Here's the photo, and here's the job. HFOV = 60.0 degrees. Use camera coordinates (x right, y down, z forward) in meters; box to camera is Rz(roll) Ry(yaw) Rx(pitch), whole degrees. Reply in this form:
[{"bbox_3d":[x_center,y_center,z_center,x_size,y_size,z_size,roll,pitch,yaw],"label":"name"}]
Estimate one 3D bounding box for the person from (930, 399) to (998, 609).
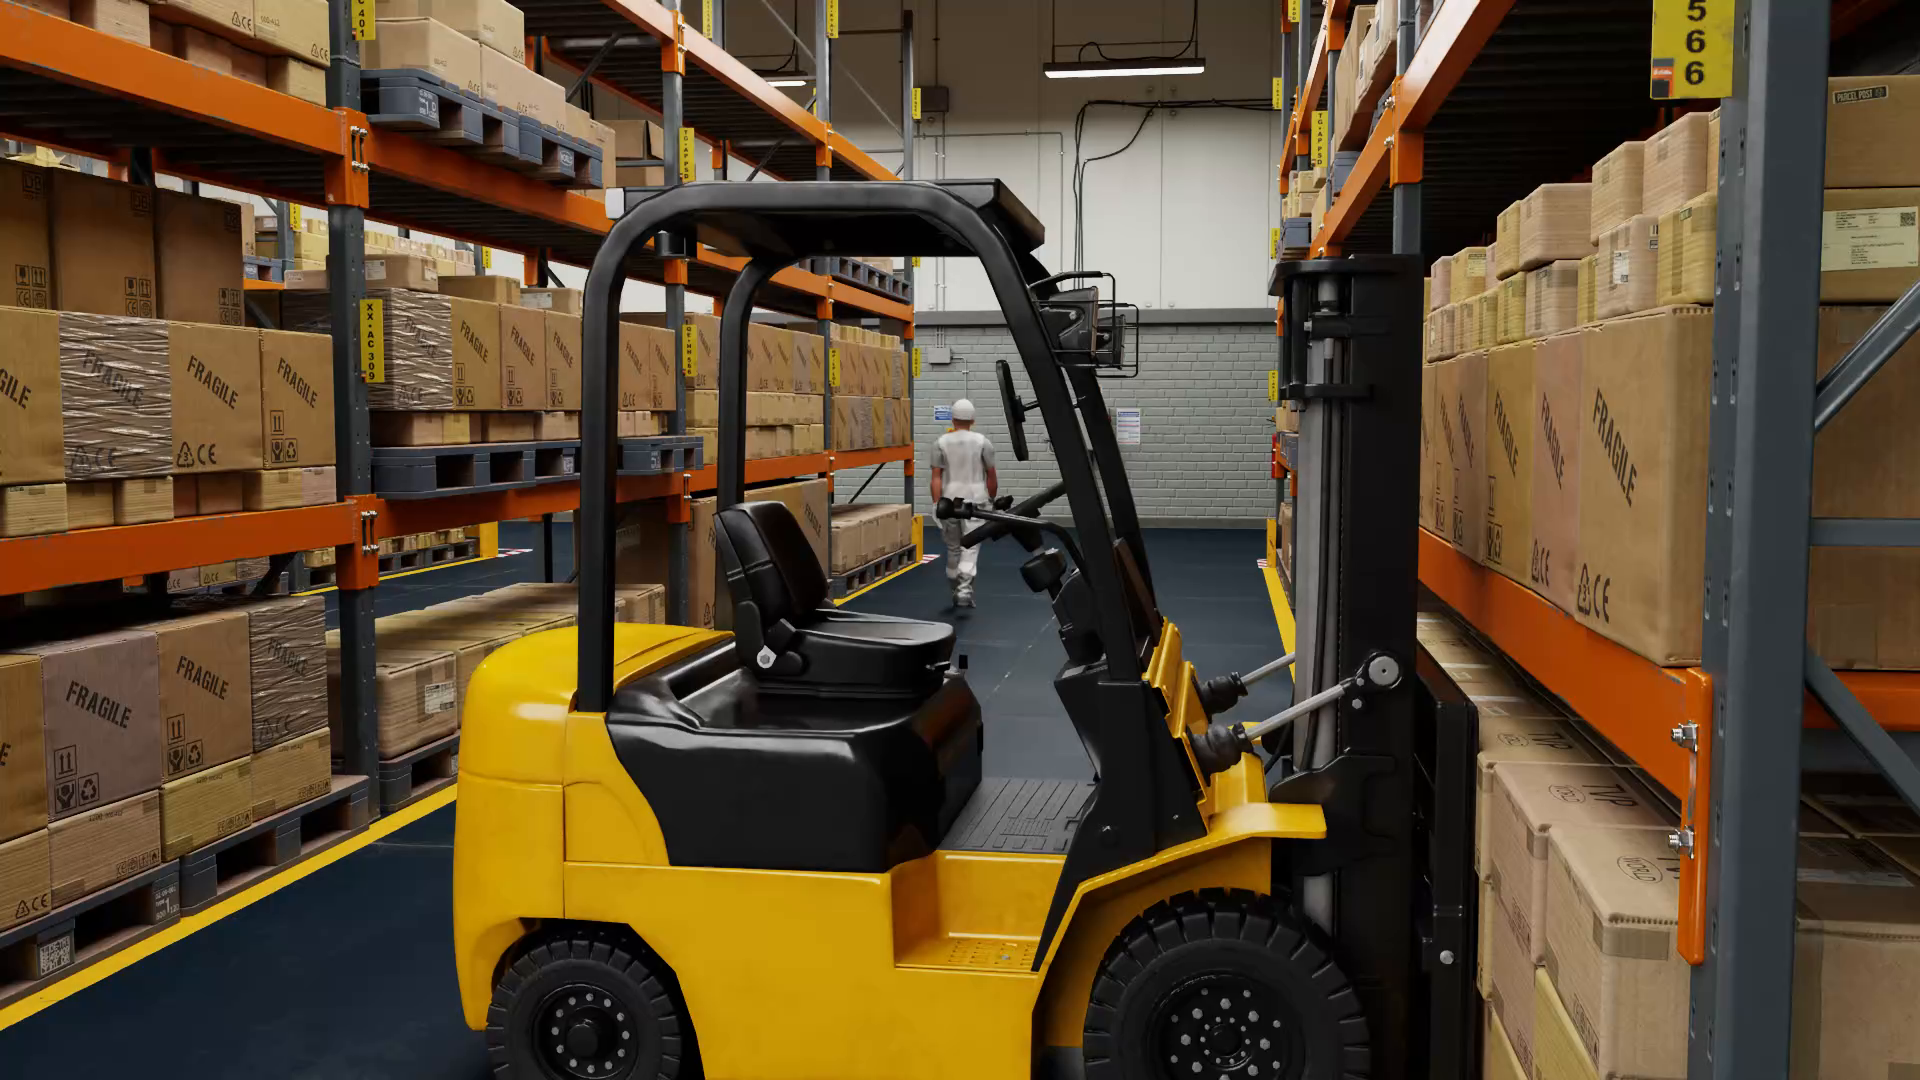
[{"bbox_3d":[0.044,-0.296,13.772,0.534,1.743,1.043,1,4,9],"label":"person"}]
